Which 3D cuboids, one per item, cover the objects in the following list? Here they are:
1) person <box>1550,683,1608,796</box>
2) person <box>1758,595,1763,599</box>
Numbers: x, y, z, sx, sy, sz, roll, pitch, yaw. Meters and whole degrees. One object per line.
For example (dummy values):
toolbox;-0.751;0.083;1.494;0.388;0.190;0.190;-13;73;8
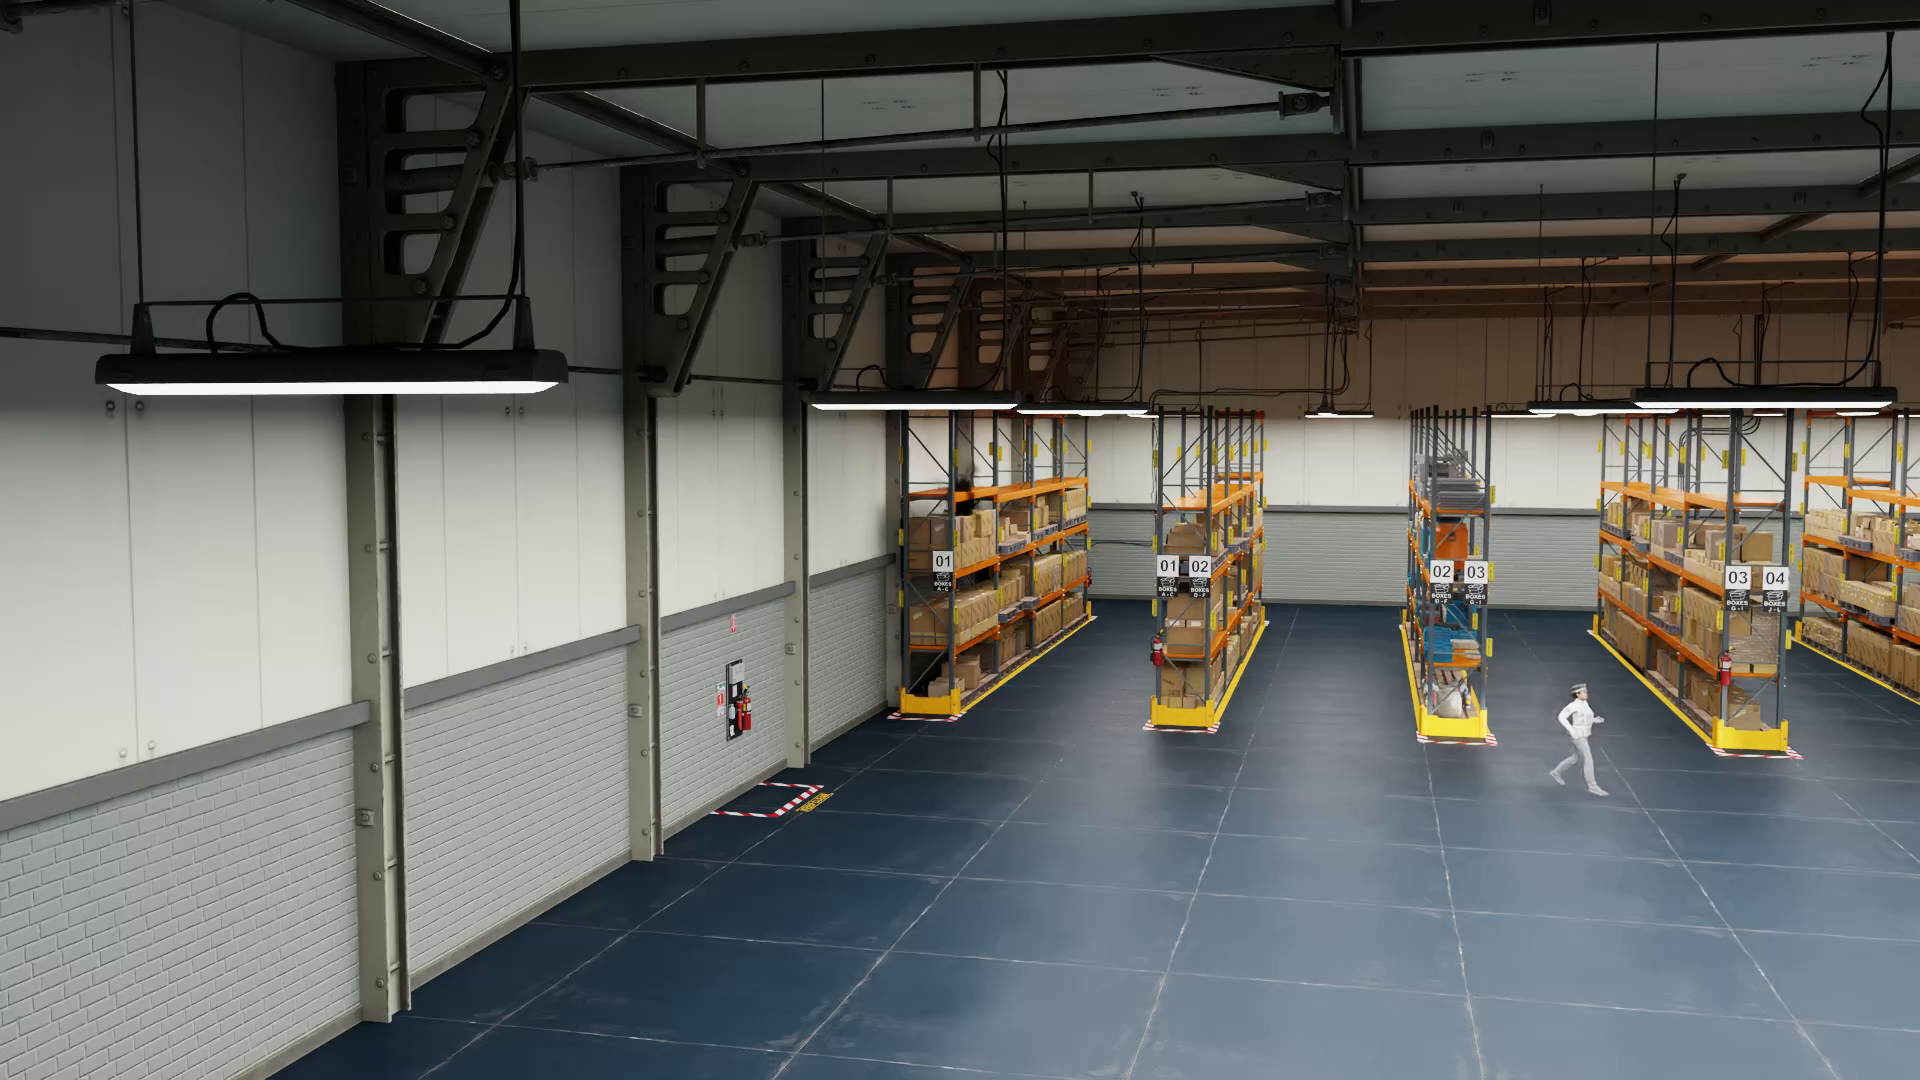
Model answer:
person;9.522;3.026;25.513;0.903;1.680;0.610;3;5;39
person;20.289;1.919;41.726;0.612;1.696;0.879;1;4;19
